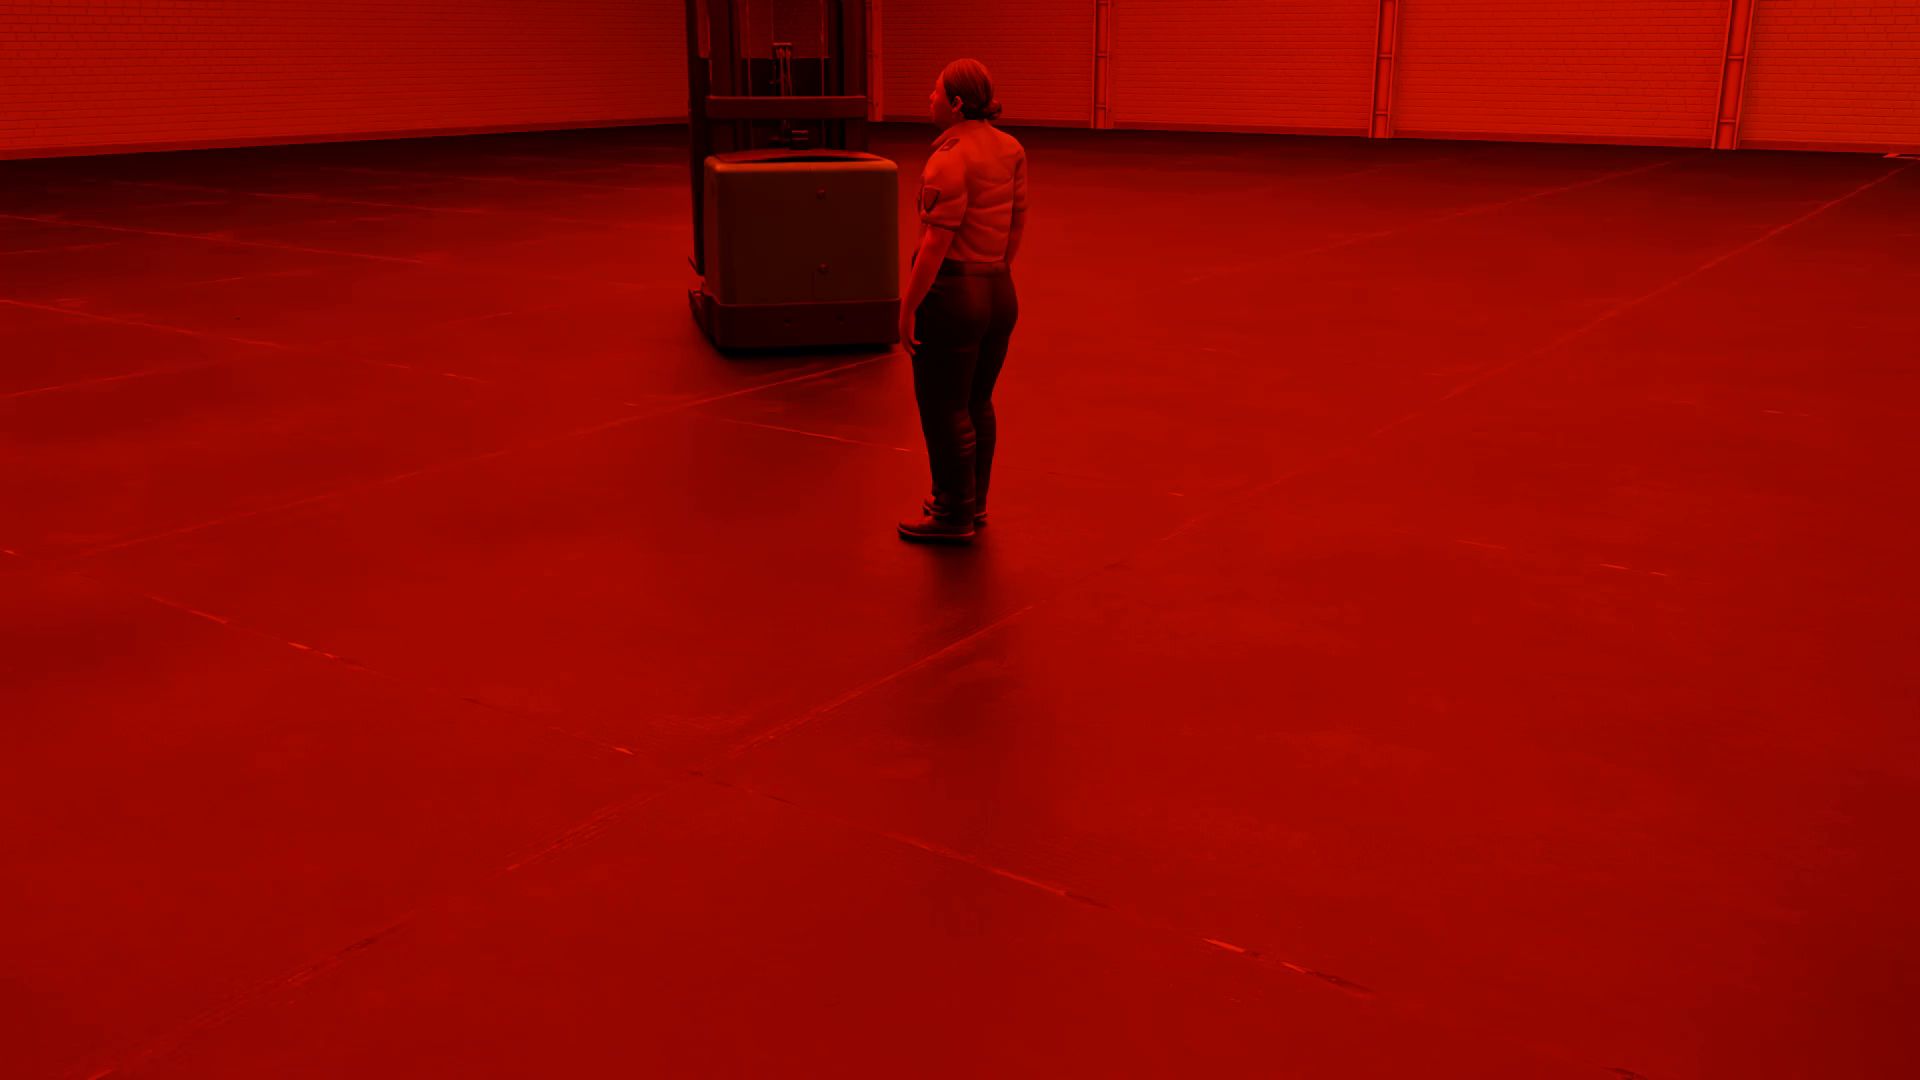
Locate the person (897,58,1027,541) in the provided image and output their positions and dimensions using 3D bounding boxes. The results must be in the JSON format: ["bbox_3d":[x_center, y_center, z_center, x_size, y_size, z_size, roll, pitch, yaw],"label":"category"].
[{"bbox_3d":[-0.061,-0.816,5.778,0.502,1.651,0.598,11,20,33],"label":"person"}]

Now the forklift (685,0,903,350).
[{"bbox_3d":[-1.165,-2.853,10.375,1.130,2.935,3.031,-4,17,-13],"label":"forklift"}]
